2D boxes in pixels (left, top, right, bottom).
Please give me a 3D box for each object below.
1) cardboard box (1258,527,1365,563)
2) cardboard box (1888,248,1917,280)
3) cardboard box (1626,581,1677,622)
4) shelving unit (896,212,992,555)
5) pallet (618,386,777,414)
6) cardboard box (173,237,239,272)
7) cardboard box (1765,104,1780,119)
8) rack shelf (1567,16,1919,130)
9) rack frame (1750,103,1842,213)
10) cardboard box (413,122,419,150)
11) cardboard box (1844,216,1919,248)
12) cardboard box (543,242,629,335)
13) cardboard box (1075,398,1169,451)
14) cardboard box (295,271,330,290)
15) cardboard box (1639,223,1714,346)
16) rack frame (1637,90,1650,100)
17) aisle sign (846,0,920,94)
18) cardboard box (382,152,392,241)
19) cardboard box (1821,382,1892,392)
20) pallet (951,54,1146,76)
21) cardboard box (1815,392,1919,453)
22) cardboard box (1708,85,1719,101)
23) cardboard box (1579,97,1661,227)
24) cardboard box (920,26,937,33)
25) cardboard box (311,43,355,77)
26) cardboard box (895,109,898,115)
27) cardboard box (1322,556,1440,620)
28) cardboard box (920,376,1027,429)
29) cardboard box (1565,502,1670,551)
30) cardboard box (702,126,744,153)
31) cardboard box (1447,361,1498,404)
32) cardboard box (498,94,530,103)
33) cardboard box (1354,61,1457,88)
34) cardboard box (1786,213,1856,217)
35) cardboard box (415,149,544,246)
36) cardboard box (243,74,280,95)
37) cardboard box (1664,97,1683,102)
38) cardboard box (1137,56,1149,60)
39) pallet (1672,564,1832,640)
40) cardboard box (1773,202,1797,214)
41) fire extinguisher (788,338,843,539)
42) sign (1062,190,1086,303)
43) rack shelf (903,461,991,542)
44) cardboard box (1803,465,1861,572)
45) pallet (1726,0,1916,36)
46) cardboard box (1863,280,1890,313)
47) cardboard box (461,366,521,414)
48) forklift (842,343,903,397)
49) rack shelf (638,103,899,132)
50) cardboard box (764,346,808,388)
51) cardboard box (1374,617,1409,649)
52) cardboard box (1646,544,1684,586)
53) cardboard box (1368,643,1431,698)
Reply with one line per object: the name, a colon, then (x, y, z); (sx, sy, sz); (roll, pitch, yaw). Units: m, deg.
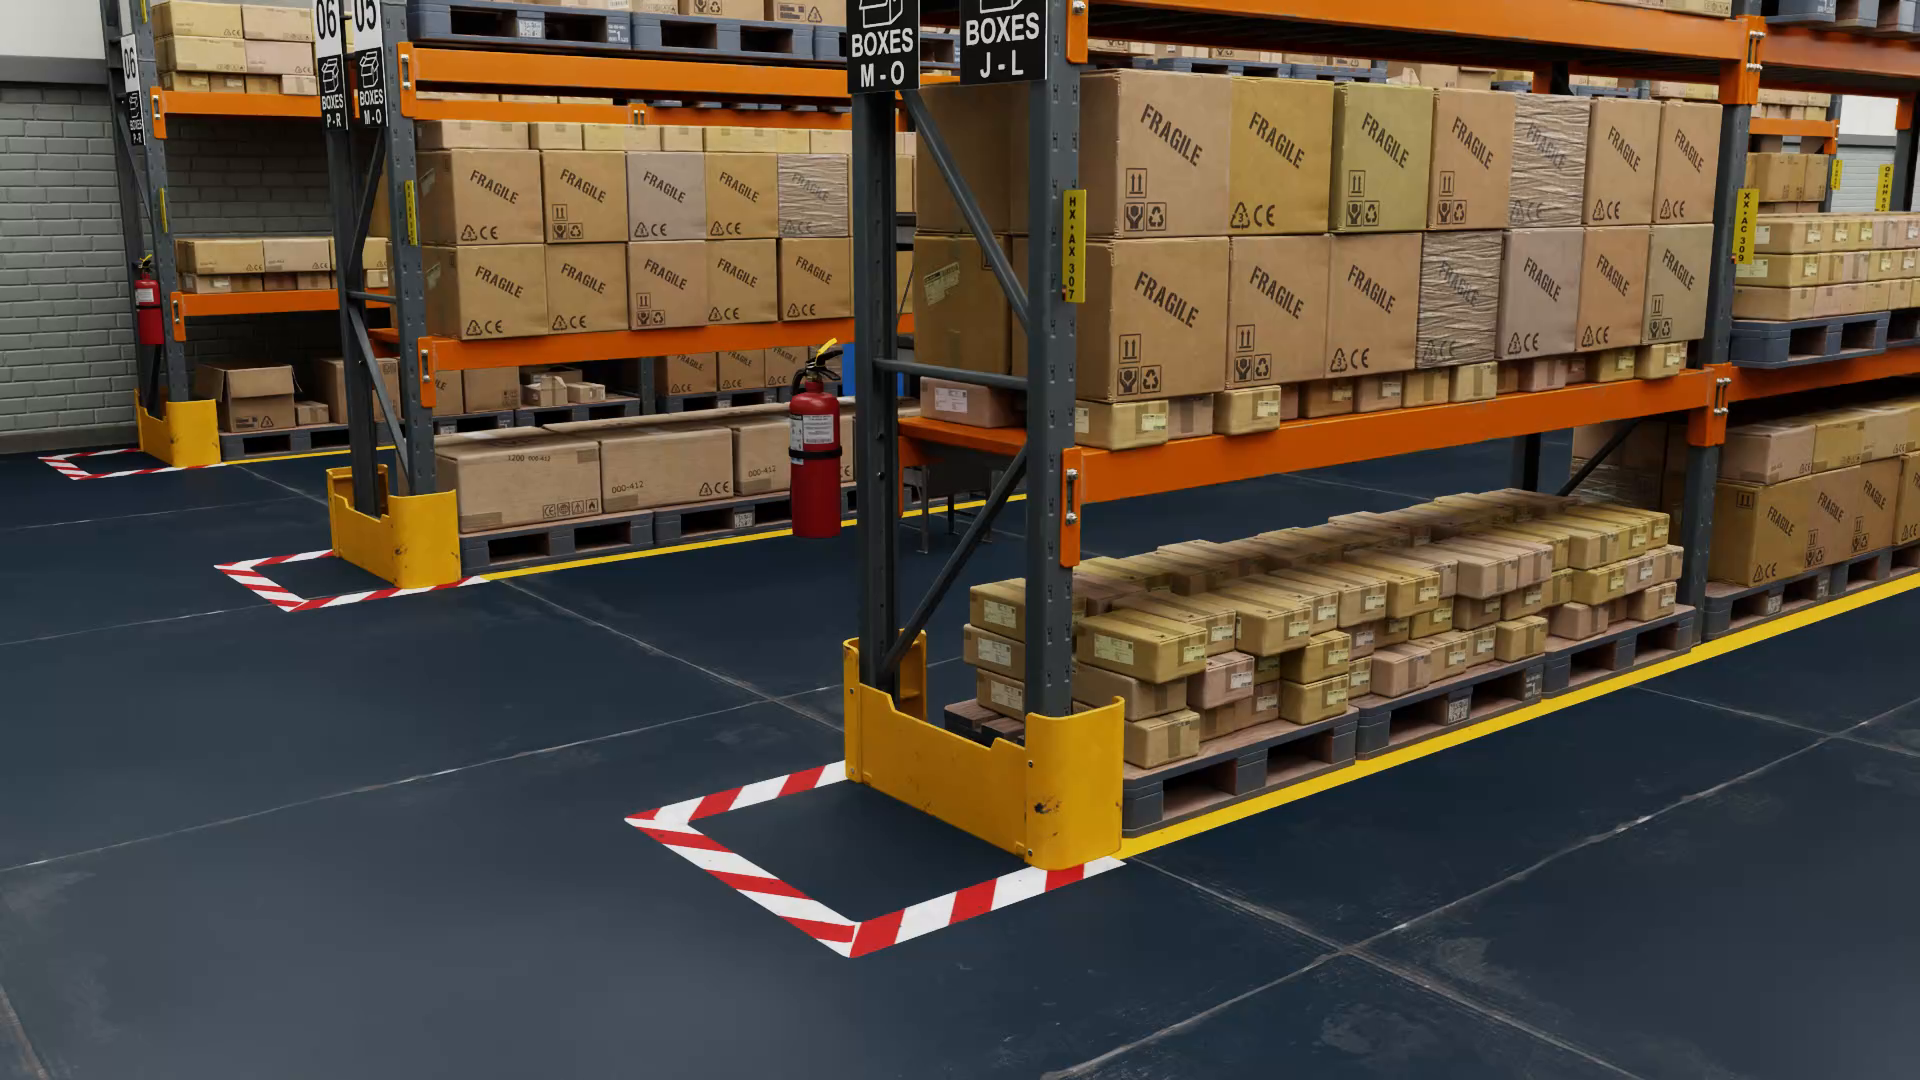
cardboard box: (1.482, 0.061, 7.041); (0.250, 0.149, 0.380); (-9, 15, -37)
cardboard box: (4.526, -1.388, 8.323); (0.250, 0.149, 0.380); (-9, 15, -35)
cardboard box: (3.024, 0.248, 7.591); (0.250, 0.149, 0.380); (-9, 15, -37)
shelving unit: (-0.129, -1.006, 9.810); (0.503, 2.100, 0.431); (-9, 15, -38)
pallet: (-2.546, -1.389, 16.162); (1.213, 0.211, 1.003); (-9, 15, -38)
cardboard box: (-6.088, -2.297, 13.371); (0.500, 0.250, 0.500); (-9, 15, -36)
cardboard box: (8.405, -4.518, 17.568); (0.250, 0.149, 0.380); (-10, 15, -38)
rack shelf: (4.679, -2.422, 8.824); (4.000, 0.370, 1.077); (-9, 15, -38)
rack frame: (9.316, -3.394, 18.891); (0.127, 3.000, 1.000); (-9, 15, -38)
cardboard box: (-3.023, -2.252, 9.304); (0.250, 0.149, 0.380); (-9, 15, -37)
cardboard box: (4.721, -1.565, 8.439); (0.250, 0.149, 0.380); (-9, 15, -36)
cardboard box: (-2.246, -1.453, 9.507); (0.500, 0.500, 0.500); (-10, 15, -38)
cardboard box: (0.451, -0.394, 5.368); (0.250, 0.149, 0.380); (-10, 15, -38)
cardboard box: (-5.265, -2.101, 13.405); (0.250, 0.149, 0.380); (-9, 15, -36)
cardboard box: (2.916, -1.133, 7.286); (0.500, 0.500, 0.500); (-9, 15, -38)
rack frame: (6.193, -2.875, 16.446); (0.127, 3.000, 1.000); (-9, 15, -38)
aisle sign: (-0.251, -1.839, 5.309); (0.004, 0.787, 0.394); (-9, 15, -38)
cardboard box: (-2.950, -1.957, 9.475); (0.500, 0.500, 0.500); (-9, 15, -36)
cardboard box: (5.155, -0.800, 9.874); (0.500, 0.250, 0.500); (-10, 15, -38)
pallet: (0.631, -3.337, 11.864); (1.217, 0.209, 0.805); (-10, 16, -40)
cardboard box: (5.076, -0.654, 9.187); (0.500, 0.250, 0.500); (-9, 15, -36)
cardboard box: (7.503, -4.558, 16.798); (0.500, 0.250, 0.500); (-9, 15, -37)
cardboard box: (2.519, -1.558, 6.879); (0.500, 0.500, 0.500); (-10, 16, -39)
cardboard box: (-0.353, -3.358, 10.571); (0.258, 0.266, 0.396); (-9, 15, -36)
cardboard box: (-4.973, -3.809, 13.267); (0.500, 0.250, 0.500); (-10, 16, -39)
cardboard box: (-0.676, -4.383, 16.688); (0.500, 0.250, 0.500); (-9, 15, -37)
cardboard box: (1.630, 0.183, 6.465); (0.250, 0.149, 0.380); (-9, 15, -37)
cardboard box: (0.072, -0.493, 5.835); (0.250, 0.149, 0.380); (-9, 15, -38)
cardboard box: (3.002, -0.061, 7.613); (0.250, 0.149, 0.380); (-9, 15, -36)
cardboard box: (-1.490, -2.369, 9.853); (0.250, 0.149, 0.380); (-10, 16, -39)
cardboard box: (1.864, -0.635, 6.501); (0.250, 0.149, 0.380); (-9, 15, -37)
cardboard box: (-3.857, -3.795, 14.165); (0.250, 0.149, 0.380); (-10, 15, -38)
cardboard box: (3.816, -3.993, 14.252); (0.500, 0.500, 0.700); (-9, 15, -38)
cardboard box: (4.733, -1.740, 9.265); (0.250, 0.149, 0.380); (-9, 15, -36)
cardboard box: (-2.625, -1.872, 9.075); (0.500, 0.500, 0.500); (-10, 15, -39)
cardboard box: (-5.488, -3.539, 12.958); (0.250, 0.149, 0.380); (-9, 15, -37)
cardboard box: (6.830, -4.244, 16.279); (0.250, 0.149, 0.380); (-9, 15, -38)
cardboard box: (1.329, -3.665, 12.497); (0.250, 0.166, 0.380); (-8, 14, -33)
pallet: (3.724, 0.216, 8.605); (1.213, 0.211, 1.003); (-9, 15, -38)
cardboard box: (8.670, -3.409, 18.005); (0.500, 0.500, 0.500); (-9, 15, -38)
fire extinguisher: (-0.491, -0.350, 5.639); (0.183, 0.674, 0.296); (-9, 15, -38)
sign: (0.333, -0.864, 4.890); (0.005, 0.325, 0.100); (-9, 15, -38)
rack shelf: (-0.129, -0.308, 9.958); (0.480, 0.518, 0.431); (-9, 15, -38)
cardboard box: (4.272, -0.152, 8.628); (0.500, 0.500, 0.500); (-9, 15, -35)
pallet: (3.666, -2.485, 7.842); (1.003, 0.211, 1.213); (-9, 15, -38)
cardboard box: (4.319, -1.207, 8.187); (0.250, 0.149, 0.380); (-9, 15, -37)
cardboard box: (-4.242, -1.408, 14.547); (0.500, 0.500, 0.700); (-10, 16, -40)
forklift: (0.499, -2.311, 13.958); (3.031, 2.935, 1.130); (-9, 15, -36)
rack shelf: (-1.596, -4.016, 16.332); (4.000, 0.370, 1.077); (-9, 15, -38)
cardboard box: (-1.838, -1.785, 16.321); (0.500, 0.500, 0.500); (-10, 16, -39)
cardboard box: (1.550, 0.309, 6.587); (0.250, 0.149, 0.380); (-8, 15, -35)
cardboard box: (3.070, 0.089, 7.625); (0.250, 0.149, 0.380); (-9, 15, -37)
cardboard box: (1.602, 0.482, 6.489); (0.250, 0.149, 0.380); (-10, 16, -40)
